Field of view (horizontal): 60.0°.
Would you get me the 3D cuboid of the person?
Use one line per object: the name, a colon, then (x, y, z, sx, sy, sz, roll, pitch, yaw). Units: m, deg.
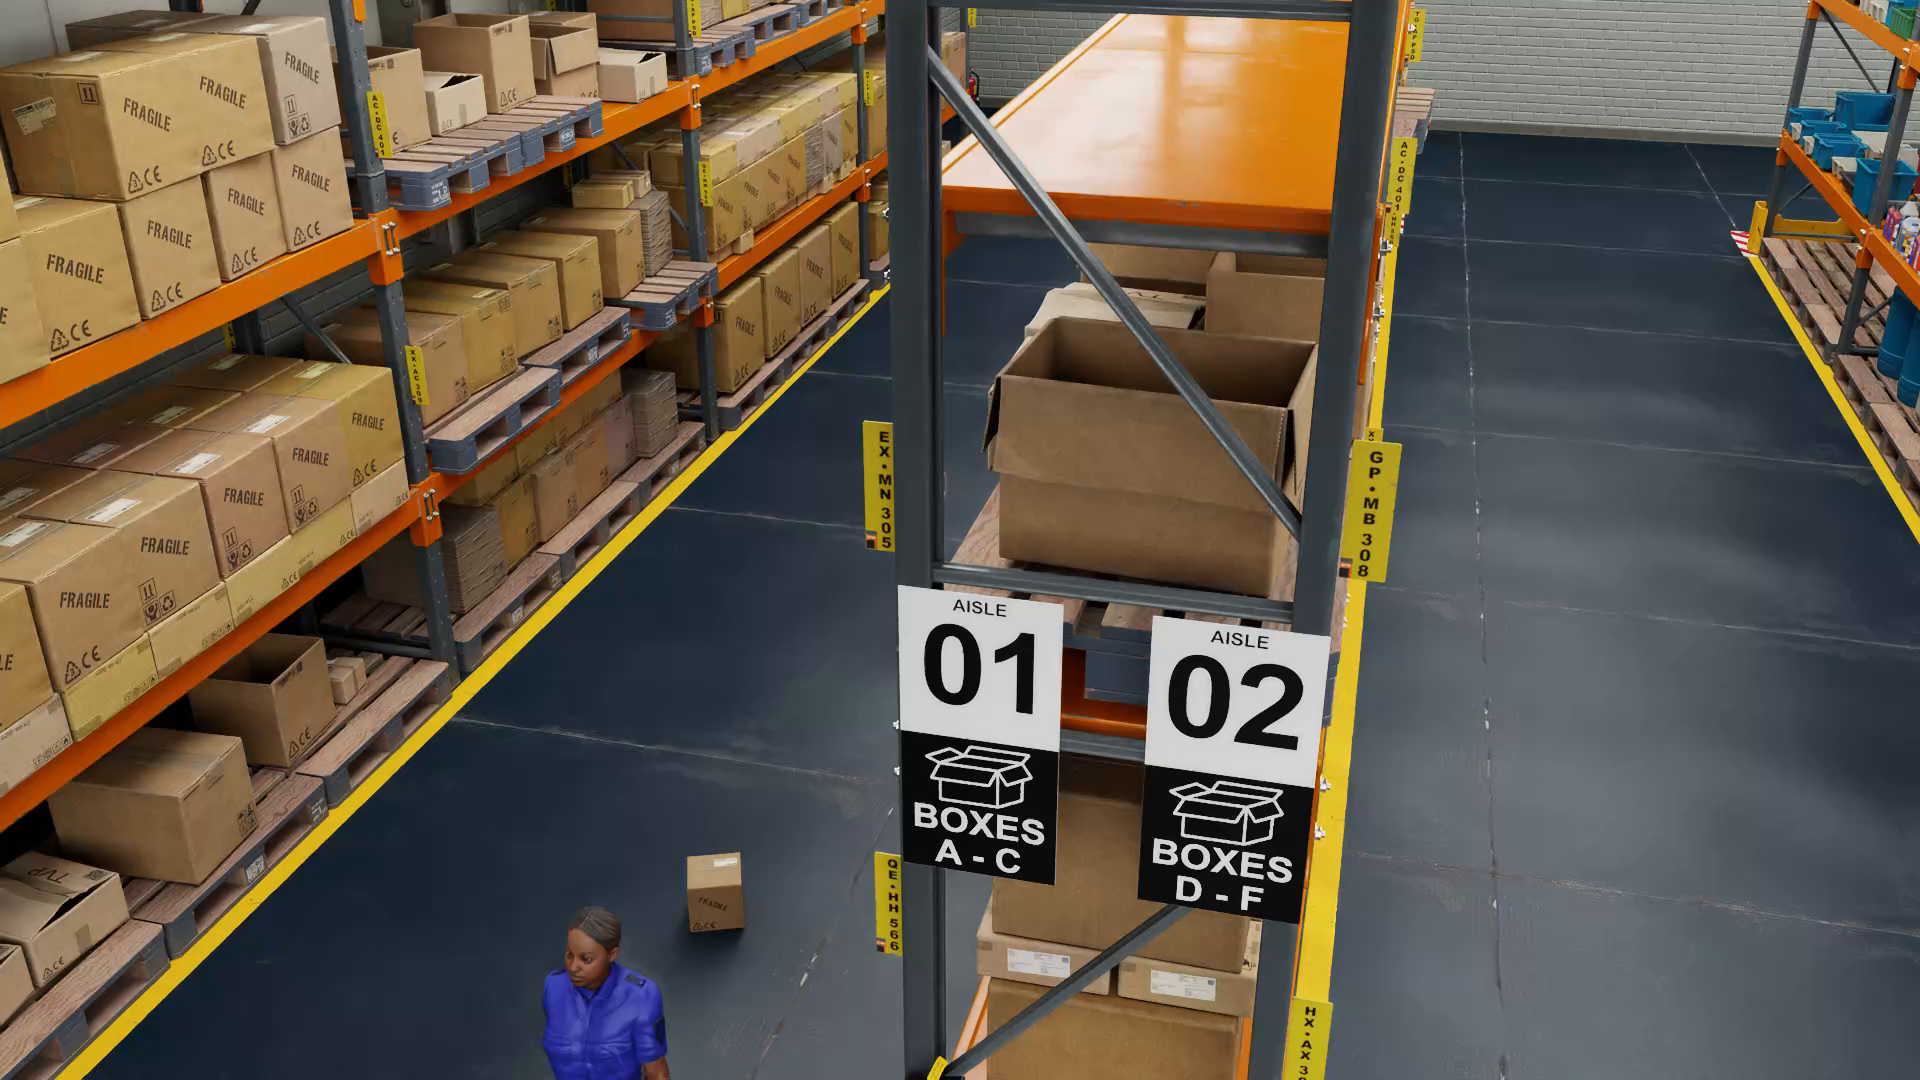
person: (-1.165, 1.921, 5.577, 0.444, 1.607, 0.959, 3, 26, 7)
